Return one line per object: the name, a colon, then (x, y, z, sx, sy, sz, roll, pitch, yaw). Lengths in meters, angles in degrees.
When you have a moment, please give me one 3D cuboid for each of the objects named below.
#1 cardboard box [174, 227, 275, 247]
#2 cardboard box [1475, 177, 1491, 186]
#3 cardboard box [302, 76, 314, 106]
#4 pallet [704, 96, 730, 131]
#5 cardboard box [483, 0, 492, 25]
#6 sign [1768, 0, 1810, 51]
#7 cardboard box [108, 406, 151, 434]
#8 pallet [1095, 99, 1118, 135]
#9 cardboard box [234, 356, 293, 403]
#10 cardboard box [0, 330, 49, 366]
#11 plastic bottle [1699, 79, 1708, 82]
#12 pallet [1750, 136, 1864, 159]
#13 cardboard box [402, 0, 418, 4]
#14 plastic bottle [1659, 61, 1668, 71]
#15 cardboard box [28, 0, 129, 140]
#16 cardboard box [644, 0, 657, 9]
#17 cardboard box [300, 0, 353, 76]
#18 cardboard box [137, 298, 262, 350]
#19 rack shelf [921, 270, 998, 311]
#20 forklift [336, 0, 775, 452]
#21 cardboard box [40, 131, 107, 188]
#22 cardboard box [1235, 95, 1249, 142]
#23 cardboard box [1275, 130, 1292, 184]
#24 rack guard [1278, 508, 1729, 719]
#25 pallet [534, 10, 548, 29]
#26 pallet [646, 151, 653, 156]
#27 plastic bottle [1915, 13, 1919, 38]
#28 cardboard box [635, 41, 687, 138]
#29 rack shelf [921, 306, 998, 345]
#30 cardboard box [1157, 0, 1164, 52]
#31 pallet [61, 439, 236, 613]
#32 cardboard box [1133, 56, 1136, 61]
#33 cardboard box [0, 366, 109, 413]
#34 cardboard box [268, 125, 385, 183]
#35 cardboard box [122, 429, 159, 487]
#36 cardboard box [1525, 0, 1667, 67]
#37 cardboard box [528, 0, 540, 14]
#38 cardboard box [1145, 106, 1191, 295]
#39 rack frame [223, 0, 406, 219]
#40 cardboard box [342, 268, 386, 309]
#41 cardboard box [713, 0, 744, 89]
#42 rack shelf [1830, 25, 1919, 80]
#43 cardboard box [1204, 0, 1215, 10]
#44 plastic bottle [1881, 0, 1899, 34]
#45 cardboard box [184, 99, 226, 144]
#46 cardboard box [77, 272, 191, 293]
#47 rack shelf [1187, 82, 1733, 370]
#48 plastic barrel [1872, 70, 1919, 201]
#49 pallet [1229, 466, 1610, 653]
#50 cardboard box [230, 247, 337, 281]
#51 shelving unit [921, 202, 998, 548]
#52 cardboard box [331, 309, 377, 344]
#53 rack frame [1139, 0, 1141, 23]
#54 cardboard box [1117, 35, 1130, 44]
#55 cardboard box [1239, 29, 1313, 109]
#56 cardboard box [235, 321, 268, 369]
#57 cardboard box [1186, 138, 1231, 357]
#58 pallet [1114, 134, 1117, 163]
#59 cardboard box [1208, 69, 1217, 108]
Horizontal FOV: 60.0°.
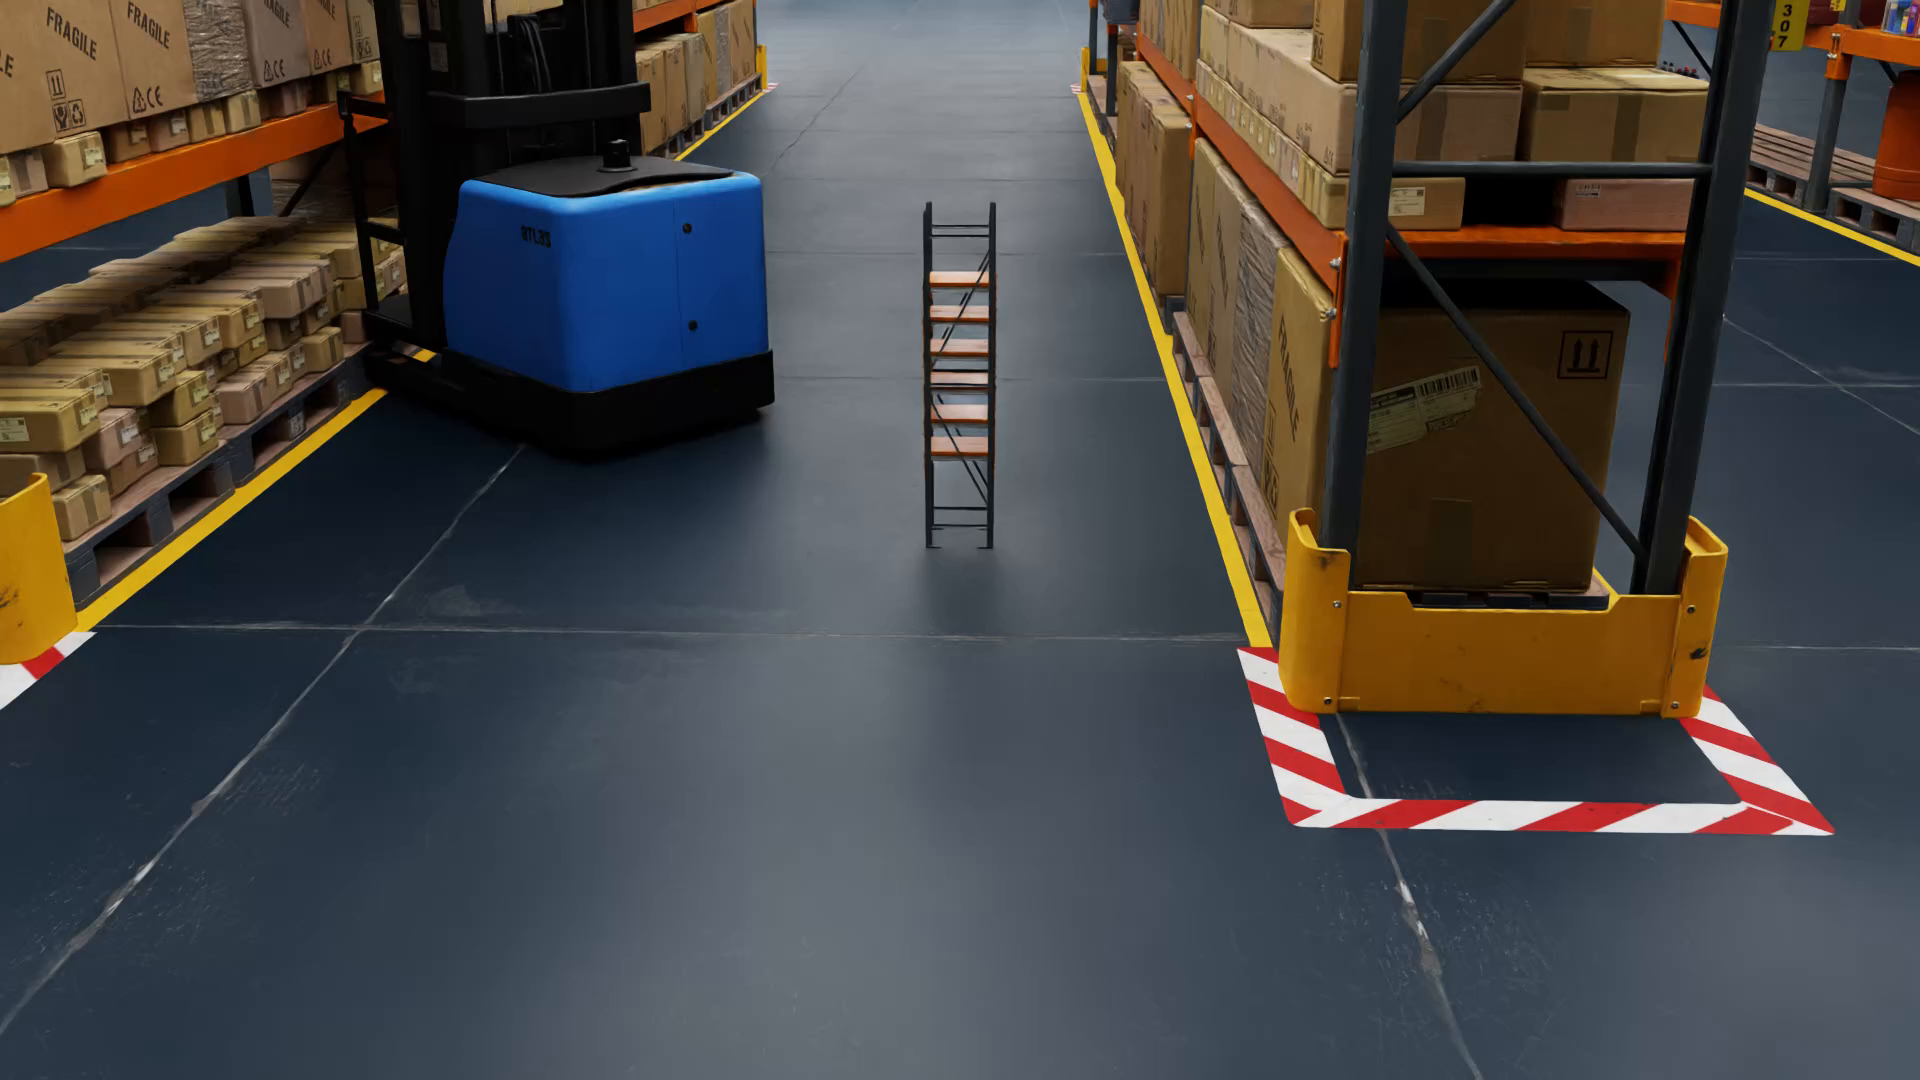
cardboard box: (-3.577, -1.428, 8.101, 0.380, 0.149, 0.250, 2, 21, 4)
cardboard box: (1.903, -1.255, 5.465, 0.380, 0.149, 0.250, 0, 21, 1)
cardboard box: (-3.109, -2.000, 7.383, 0.380, 0.149, 0.250, 0, 21, 0)
pallet: (-2.947, -4.372, 17.005, 1.003, 0.211, 1.213, 1, 21, 2)
cardboard box: (-2.806, -2.912, 9.154, 0.380, 0.149, 0.250, 1, 21, 2)
sign: (2.096, -1.400, 4.185, 0.100, 0.325, 0.005, 1, 21, 2)
cardboard box: (-3.157, -0.439, 5.963, 0.380, 0.149, 0.250, 1, 21, 2)
pallet: (1.891, -4.250, 16.691, 1.003, 0.211, 1.213, 1, 21, 2)
cardboard box: (-3.044, -0.671, 6.973, 0.380, 0.149, 0.250, 1, 21, 2)
cardboard box: (-3.633, -0.676, 6.162, 0.380, 0.149, 0.250, 0, 21, -1)
plastic bottle: (7.287, -4.415, 16.419, 0.152, 0.276, 0.135, 1, 21, 4)
pallet: (6.838, -3.226, 14.051, 1.003, 0.211, 1.213, 1, 21, 2)
cardboard box: (-2.820, -2.860, 8.609, 0.380, 0.149, 0.250, 1, 21, 2)
plastic bottle: (7.321, -4.799, 17.304, 0.144, 0.351, 0.185, 2, 21, 4)
cardboard box: (-3.133, -1.598, 5.450, 0.500, 0.500, 0.500, 1, 21, 2)
cardboard box: (-2.841, -4.704, 13.867, 0.500, 0.500, 0.500, 0, 21, 1)
cardboard box: (-3.041, -2.325, 7.325, 0.500, 0.500, 0.500, 0, 21, 0)
cardboard box: (-3.037, -0.865, 6.650, 0.380, 0.149, 0.250, 1, 21, 2)
rack shelf: (0.000, -0.859, 5.711, 0.258, 0.103, 0.180, 1, 21, 2)
forklift: (-2.225, -2.173, 7.578, 1.130, 2.935, 3.031, -20, 29, -41)
cardboard box: (-3.048, -1.245, 5.437, 0.380, 0.149, 0.250, 0, 21, 0)
cardboard box: (1.276, -1.630, 6.431, 0.380, 0.149, 0.250, 0, 21, 0)
cardboard box: (1.247, -1.259, 5.474, 0.380, 0.149, 0.250, 1, 21, 3)
rack guard: (1.541, 0.206, 4.807, 1.175, 0.500, 0.348, 1, 21, 2)
pallet: (-3.189, -3.146, 10.256, 1.003, 0.211, 1.213, 1, 21, 2)
pallet: (-3.071, -2.936, 13.304, 1.003, 0.211, 1.213, 1, 21, 2)
plastic bottle: (6.385, -3.428, 10.889, 0.152, 0.276, 0.135, 1, 21, 2)
cardboard box: (-3.010, -3.971, 14.645, 1.050, 0.750, 0.750, 1, 21, 2)
rack shelf: (0.000, -0.747, 5.755, 0.258, 0.103, 0.180, 1, 21, 2)
cardboard box: (1.455, -3.182, 9.945, 0.500, 0.500, 0.500, 1, 21, 2)
pallet: (-3.351, -0.080, 5.943, 1.003, 0.211, 1.213, 1, 21, 2)
cardboard box: (1.958, -4.481, 16.307, 0.500, 0.500, 0.500, 0, 21, 0)
cardboard box: (-3.170, -0.490, 5.683, 0.380, 0.149, 0.250, 1, 21, 3)
cardboard box: (-3.522, -2.158, 9.281, 0.500, 0.250, 0.500, 0, 21, 0)
cardboard box: (-3.151, -0.297, 6.009, 0.380, 0.149, 0.250, 1, 21, 2)
cardboard box: (1.841, -1.738, 5.120, 0.500, 0.500, 0.500, 0, 21, 0)
cardboard box: (-2.775, -3.285, 10.114, 0.380, 0.149, 0.250, 0, 21, -1)
cardboard box: (1.662, -1.851, 9.010, 1.225, 0.875, 0.875, 1, 21, 2)
rack frame: (-3.292, -2.505, 8.339, 1.000, 3.000, 0.127, 1, 21, 2)
cardboard box: (-2.970, -1.198, 7.920, 0.380, 0.149, 0.250, 0, 21, 0)
cardboard box: (-2.906, -5.485, 18.376, 0.875, 0.875, 0.875, 0, 21, 1)
rack shelf: (6.674, -2.748, 9.958, 1.077, 0.370, 4.000, 1, 21, 2)
cardboard box: (1.393, -2.662, 7.503, 0.500, 0.500, 0.500, 1, 21, 2)
plastic bottle: (6.399, -3.595, 11.320, 0.152, 0.276, 0.135, 1, 21, 2)
cardboard box: (-3.079, -1.620, 6.405, 0.380, 0.149, 0.250, 1, 21, 4)
cardboard box: (-3.536, -1.051, 7.130, 0.380, 0.149, 0.250, 0, 21, -1)
rack shelf: (1.602, -1.356, 6.371, 1.077, 0.370, 4.000, 1, 21, 2)
plastic barrel: (6.737, -2.813, 11.552, 0.600, 0.830, 0.708, 1, 21, 2)
pallet: (1.487, 0.042, 5.629, 1.003, 0.211, 1.213, 1, 21, 2)
cardboard box: (-3.097, -1.242, 7.622, 0.380, 0.149, 0.250, 1, 21, 3)
shelving unit: (0.000, -0.565, 5.825, 0.258, 1.200, 0.189, 1, 21, 2)
cardboard box: (-2.998, -1.037, 7.916, 0.380, 0.149, 0.250, 0, 21, 0)
rack frame: (1.785, -3.861, 11.832, 1.000, 3.000, 0.127, 1, 21, 2)
cardboard box: (2.008, -5.341, 18.524, 0.500, 0.500, 0.500, 6, 22, 16)
cardboard box: (1.334, -1.771, 6.242, 0.500, 0.250, 0.500, 1, 21, 2)
cardboard box: (-3.143, -0.824, 6.954, 0.380, 0.149, 0.250, 2, 21, 4)
cardboard box: (1.563, -1.382, 7.800, 0.875, 0.875, 0.875, 1, 21, 2)
pallet: (1.850, -3.283, 14.198, 1.003, 0.211, 1.213, 1, 21, 2)
cardboard box: (1.306, -2.004, 7.393, 0.380, 0.149, 0.250, 1, 21, 3)
